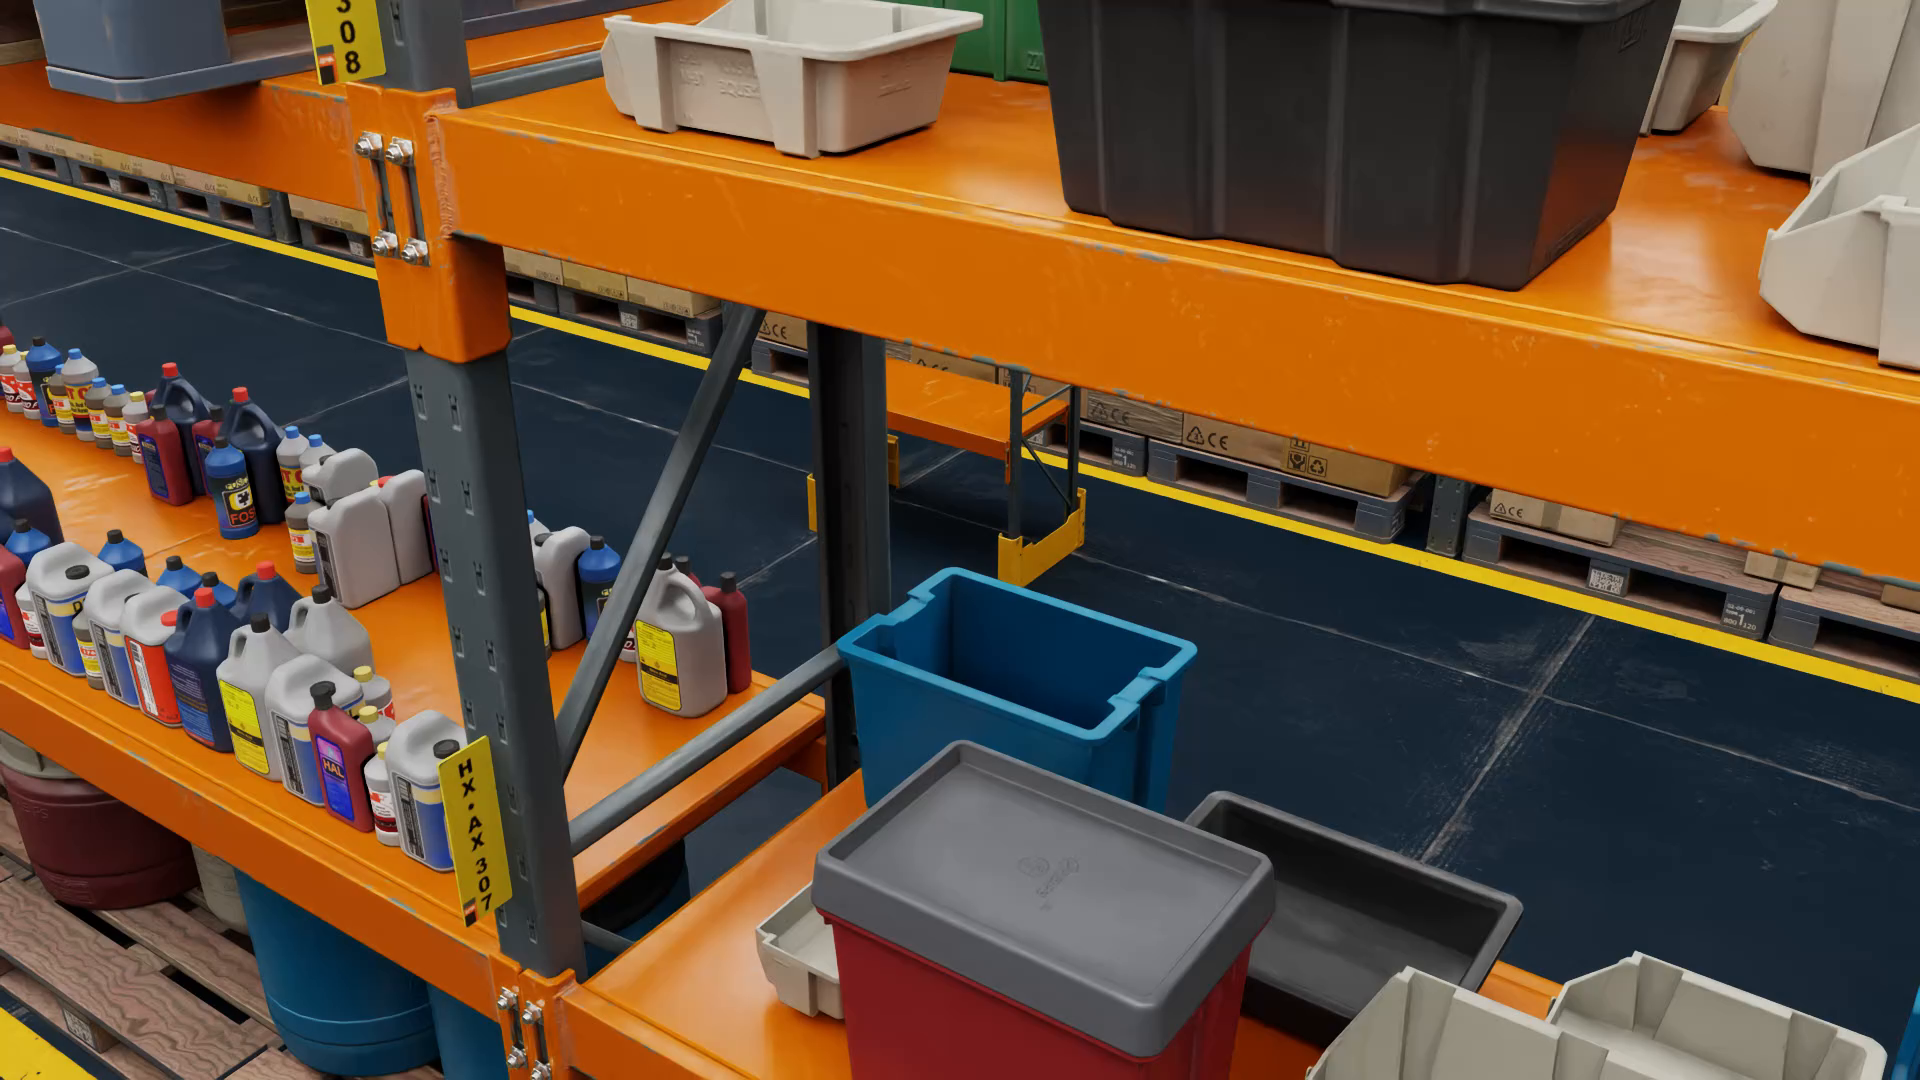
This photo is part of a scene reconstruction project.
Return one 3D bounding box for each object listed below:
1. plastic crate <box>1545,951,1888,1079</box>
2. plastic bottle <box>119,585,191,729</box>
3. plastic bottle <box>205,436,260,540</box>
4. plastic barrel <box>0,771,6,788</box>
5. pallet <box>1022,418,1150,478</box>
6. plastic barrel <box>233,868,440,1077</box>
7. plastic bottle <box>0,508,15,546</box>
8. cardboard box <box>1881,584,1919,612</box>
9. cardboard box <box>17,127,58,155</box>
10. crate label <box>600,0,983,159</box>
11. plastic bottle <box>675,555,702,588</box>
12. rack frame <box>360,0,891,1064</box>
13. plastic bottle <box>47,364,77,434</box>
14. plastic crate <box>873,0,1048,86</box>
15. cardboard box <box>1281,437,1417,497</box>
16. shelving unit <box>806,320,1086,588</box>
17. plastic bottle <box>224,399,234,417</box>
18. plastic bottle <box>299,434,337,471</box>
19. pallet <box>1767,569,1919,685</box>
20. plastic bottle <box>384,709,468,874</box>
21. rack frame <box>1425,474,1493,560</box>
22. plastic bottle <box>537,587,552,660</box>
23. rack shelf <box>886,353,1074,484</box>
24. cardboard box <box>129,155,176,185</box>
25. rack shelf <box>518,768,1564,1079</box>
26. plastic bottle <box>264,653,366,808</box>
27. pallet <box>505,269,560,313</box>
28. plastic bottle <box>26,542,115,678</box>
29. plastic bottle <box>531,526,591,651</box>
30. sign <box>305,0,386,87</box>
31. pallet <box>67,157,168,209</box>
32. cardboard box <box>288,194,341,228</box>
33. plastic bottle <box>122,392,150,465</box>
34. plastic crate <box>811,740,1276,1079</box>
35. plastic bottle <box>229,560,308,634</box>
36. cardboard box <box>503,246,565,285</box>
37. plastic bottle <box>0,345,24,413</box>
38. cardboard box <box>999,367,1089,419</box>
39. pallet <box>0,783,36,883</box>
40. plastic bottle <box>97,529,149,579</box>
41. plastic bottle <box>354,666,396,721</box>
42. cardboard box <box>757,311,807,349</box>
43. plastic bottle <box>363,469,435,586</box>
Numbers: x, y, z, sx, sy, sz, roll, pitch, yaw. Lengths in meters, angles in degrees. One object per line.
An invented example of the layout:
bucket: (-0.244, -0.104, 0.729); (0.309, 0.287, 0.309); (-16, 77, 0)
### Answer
plastic crate: (1.132, 0.820, 2.556); (0.466, 0.136, 0.293); (17, 32, 30)
plastic bottle: (-1.698, 0.246, 3.596); (0.135, 0.276, 0.152); (17, 32, 30)
plastic bottle: (-1.916, -0.143, 4.366); (0.097, 0.271, 0.097); (0, 27, 0)
plastic barrel: (-2.841, 0.520, 5.202); (0.421, 0.512, 0.421); (0, 27, 0)
pallet: (0.633, -0.721, 8.435); (1.213, 0.211, 1.003); (17, 32, 30)
plastic barrel: (-1.496, 0.814, 4.193); (0.708, 0.901, 0.600); (17, 32, 30)
plastic bottle: (-2.324, 0.020, 3.958); (0.185, 0.351, 0.144); (17, 32, 30)
cardboard box: (3.886, -0.060, 6.327); (0.637, 0.503, 0.797); (17, 32, 30)
cardboard box: (-6.827, -3.152, 12.705); (0.500, 0.250, 0.500); (17, 32, 30)
crate label: (-0.233, -0.591, 2.088); (0.466, 0.136, 0.293); (17, 32, 30)
plastic bottle: (-0.644, 0.158, 3.760); (0.133, 0.283, 0.061); (17, 32, 30)
rack frame: (-0.475, 0.396, 3.166); (0.053, 2.616, 0.949); (17, 32, 30)
plastic bottle: (-2.680, -0.429, 5.005); (0.097, 0.201, 0.097); (0, 27, 0)
plastic crate: (0.047, -0.852, 2.544); (0.662, 0.188, 0.450); (17, 32, 30)
cardboard box: (1.765, -0.558, 7.311); (0.500, 0.500, 0.500); (17, 32, 30)
shelving unit: (-0.063, -0.688, 6.948); (1.083, 1.500, 0.587); (17, 32, 30)
plastic bottle: (-1.991, -0.261, 4.585); (0.133, 0.283, 0.061); (17, 32, 30)
plastic bottle: (-1.673, -0.147, 4.373); (0.097, 0.271, 0.097); (0, 27, 0)
pallet: (3.910, 0.276, 6.475); (1.213, 0.211, 1.003); (17, 32, 30)
plastic bottle: (-0.981, 0.469, 3.157); (0.135, 0.276, 0.152); (17, 32, 30)
rack frame: (2.334, -1.457, 6.805); (0.127, 3.000, 1.000); (17, 32, 30)
plastic bottle: (-0.996, 0.179, 3.810); (0.097, 0.201, 0.097); (0, 27, 0)
rack shelf: (-0.070, -0.530, 7.034); (1.000, 0.185, 0.538); (17, 32, 30)
cardboard box: (-5.593, -2.765, 11.944); (0.500, 0.250, 0.500); (17, 32, 30)
rack shelf: (1.175, 1.229, 2.322); (4.000, 0.370, 1.077); (17, 32, 30)
plastic bottle: (-1.282, 0.375, 3.342); (0.135, 0.276, 0.152); (17, 32, 30)
pallet: (-2.621, -1.781, 10.516); (1.213, 0.211, 1.003); (17, 32, 30)
plastic bottle: (-2.000, 0.152, 3.781); (0.135, 0.276, 0.152); (17, 32, 30)
plastic bottle: (-0.941, 0.094, 3.894); (0.135, 0.276, 0.152); (17, 32, 30)
sign: (-0.786, -0.741, 2.082); (0.005, 0.325, 0.100); (17, 32, 30)
pallet: (-5.902, -2.801, 12.521); (1.213, 0.211, 1.003); (17, 32, 30)
cardboard box: (-4.068, -2.276, 10.984); (0.500, 0.250, 0.500); (16, 31, 29)
plastic bottle: (-2.359, -0.329, 4.809); (0.097, 0.201, 0.097); (0, 27, 0)
plastic crate: (0.121, 0.662, 2.505); (0.583, 0.464, 0.402); (17, 32, 30)
plastic bottle: (-1.487, 0.201, 3.602); (0.185, 0.351, 0.144); (17, 32, 30)
cardboard box: (-2.374, -1.751, 9.951); (0.500, 0.250, 0.500); (18, 32, 31)
plastic bottle: (-2.920, -0.504, 5.153); (0.097, 0.201, 0.097); (0, 27, 0)
cardboard box: (0.529, -0.947, 8.074); (0.500, 0.500, 0.500); (16, 31, 29)
pallet: (-3.097, 0.797, 5.452); (1.213, 0.211, 1.003); (17, 32, 30)
plastic bottle: (-1.945, 0.102, 3.883); (0.097, 0.271, 0.097); (0, 27, 0)
plastic bottle: (-1.227, 0.357, 3.460); (0.097, 0.201, 0.097); (0, 27, 0)
cardboard box: (-0.749, -1.342, 8.851); (0.500, 0.500, 0.500); (19, 32, 32)
plastic bottle: (-1.402, -0.049, 4.177); (0.135, 0.276, 0.152); (17, 32, 30)
